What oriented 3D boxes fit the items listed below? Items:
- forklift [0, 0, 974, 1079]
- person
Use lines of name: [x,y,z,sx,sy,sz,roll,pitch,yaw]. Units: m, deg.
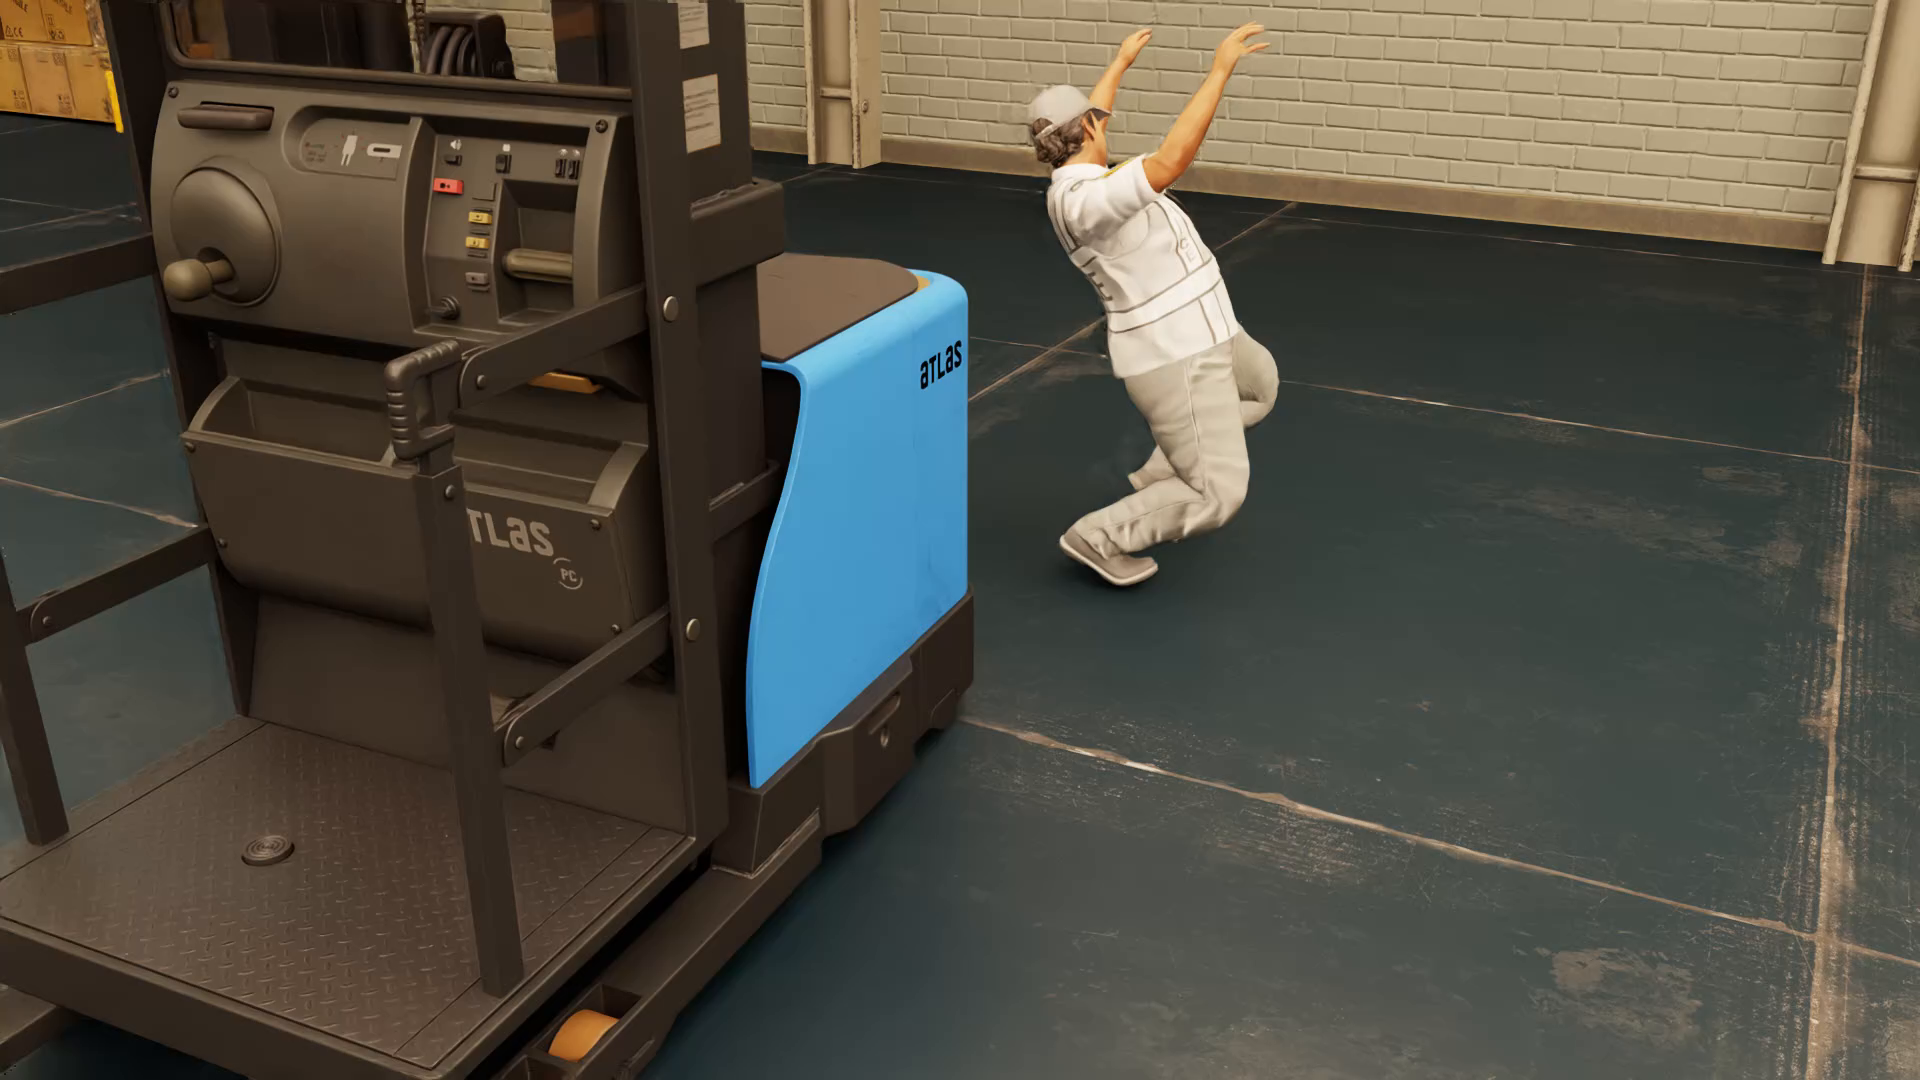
forklift: [-1.037,-0.512,2.515,1.130,2.935,3.031,10,25,22]
person: [0.558,-0.680,4.706,0.753,1.579,0.964,2,23,4]
